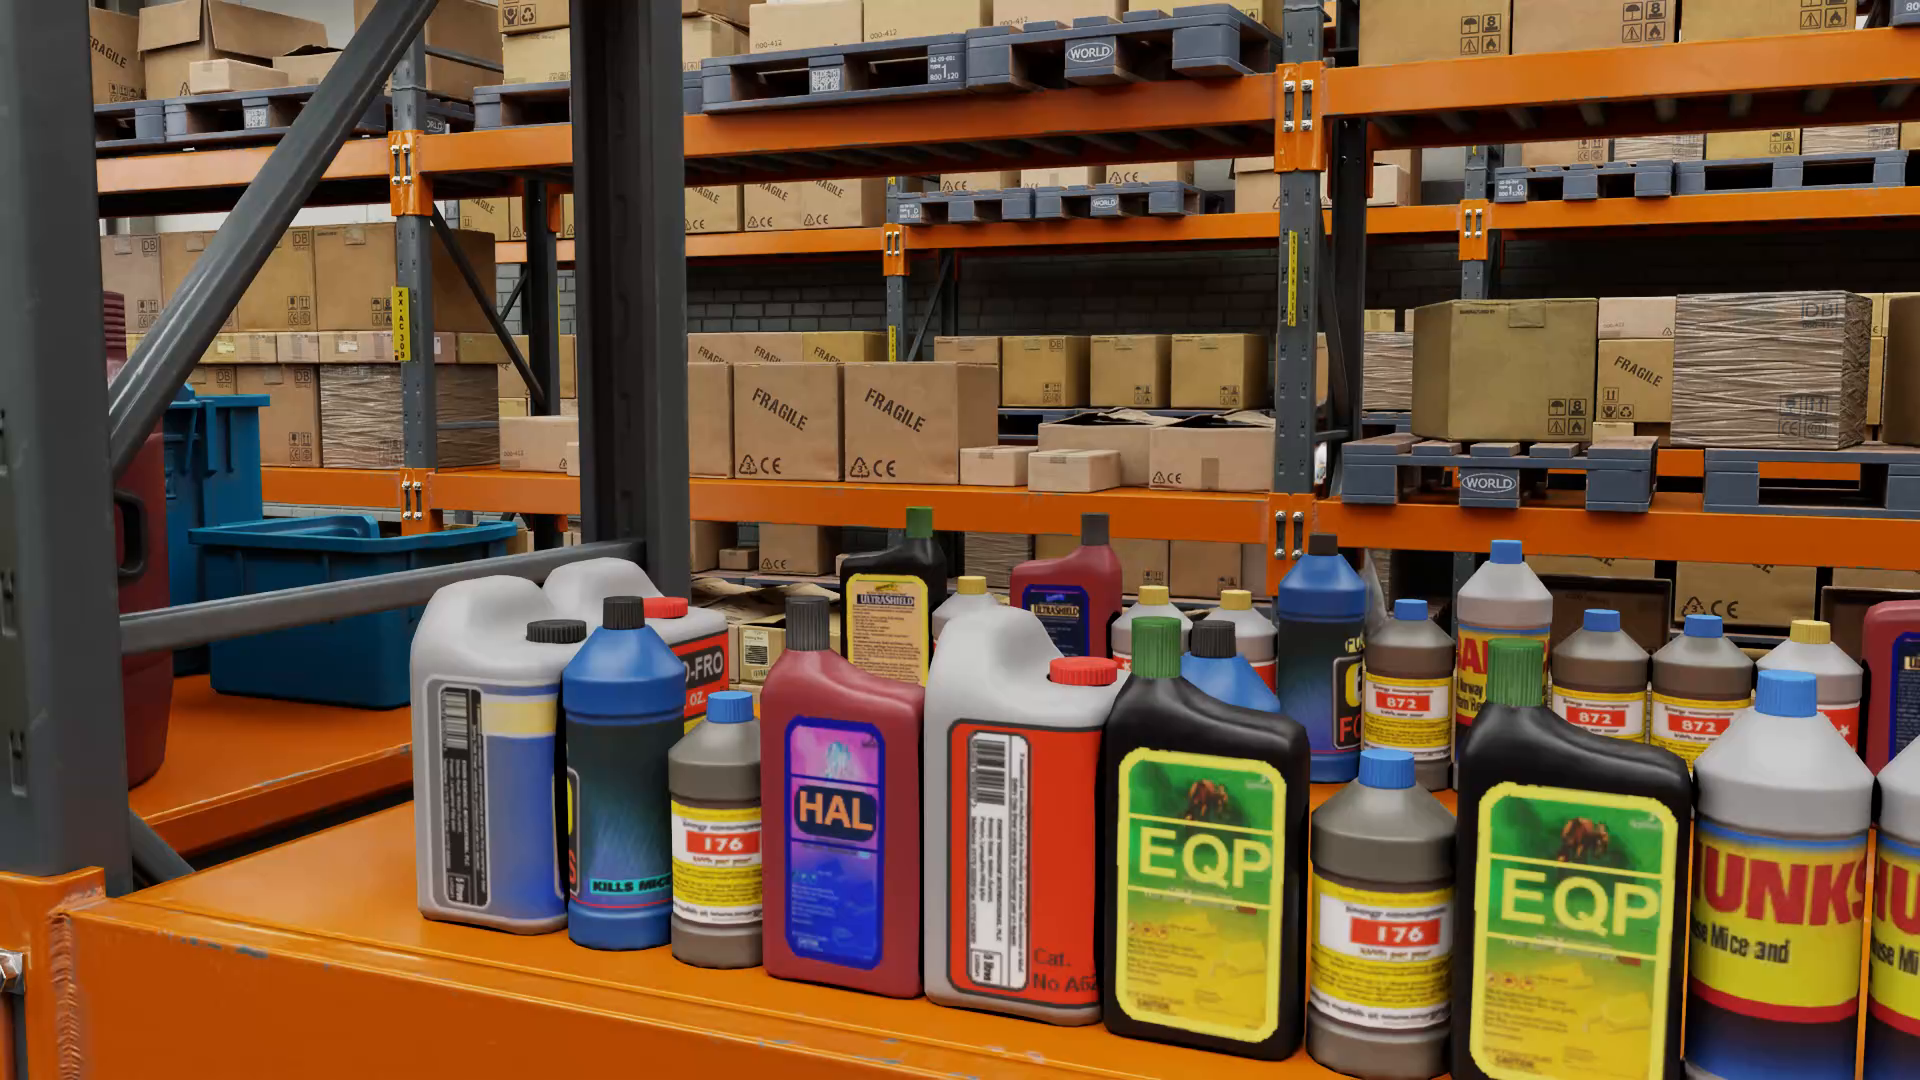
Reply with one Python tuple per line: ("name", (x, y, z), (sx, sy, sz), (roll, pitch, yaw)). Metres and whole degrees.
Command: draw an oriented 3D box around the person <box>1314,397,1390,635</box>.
("person", (2.298, -0.071, 9.790), (0.999, 1.634, 0.508), (3, 6, 26))
